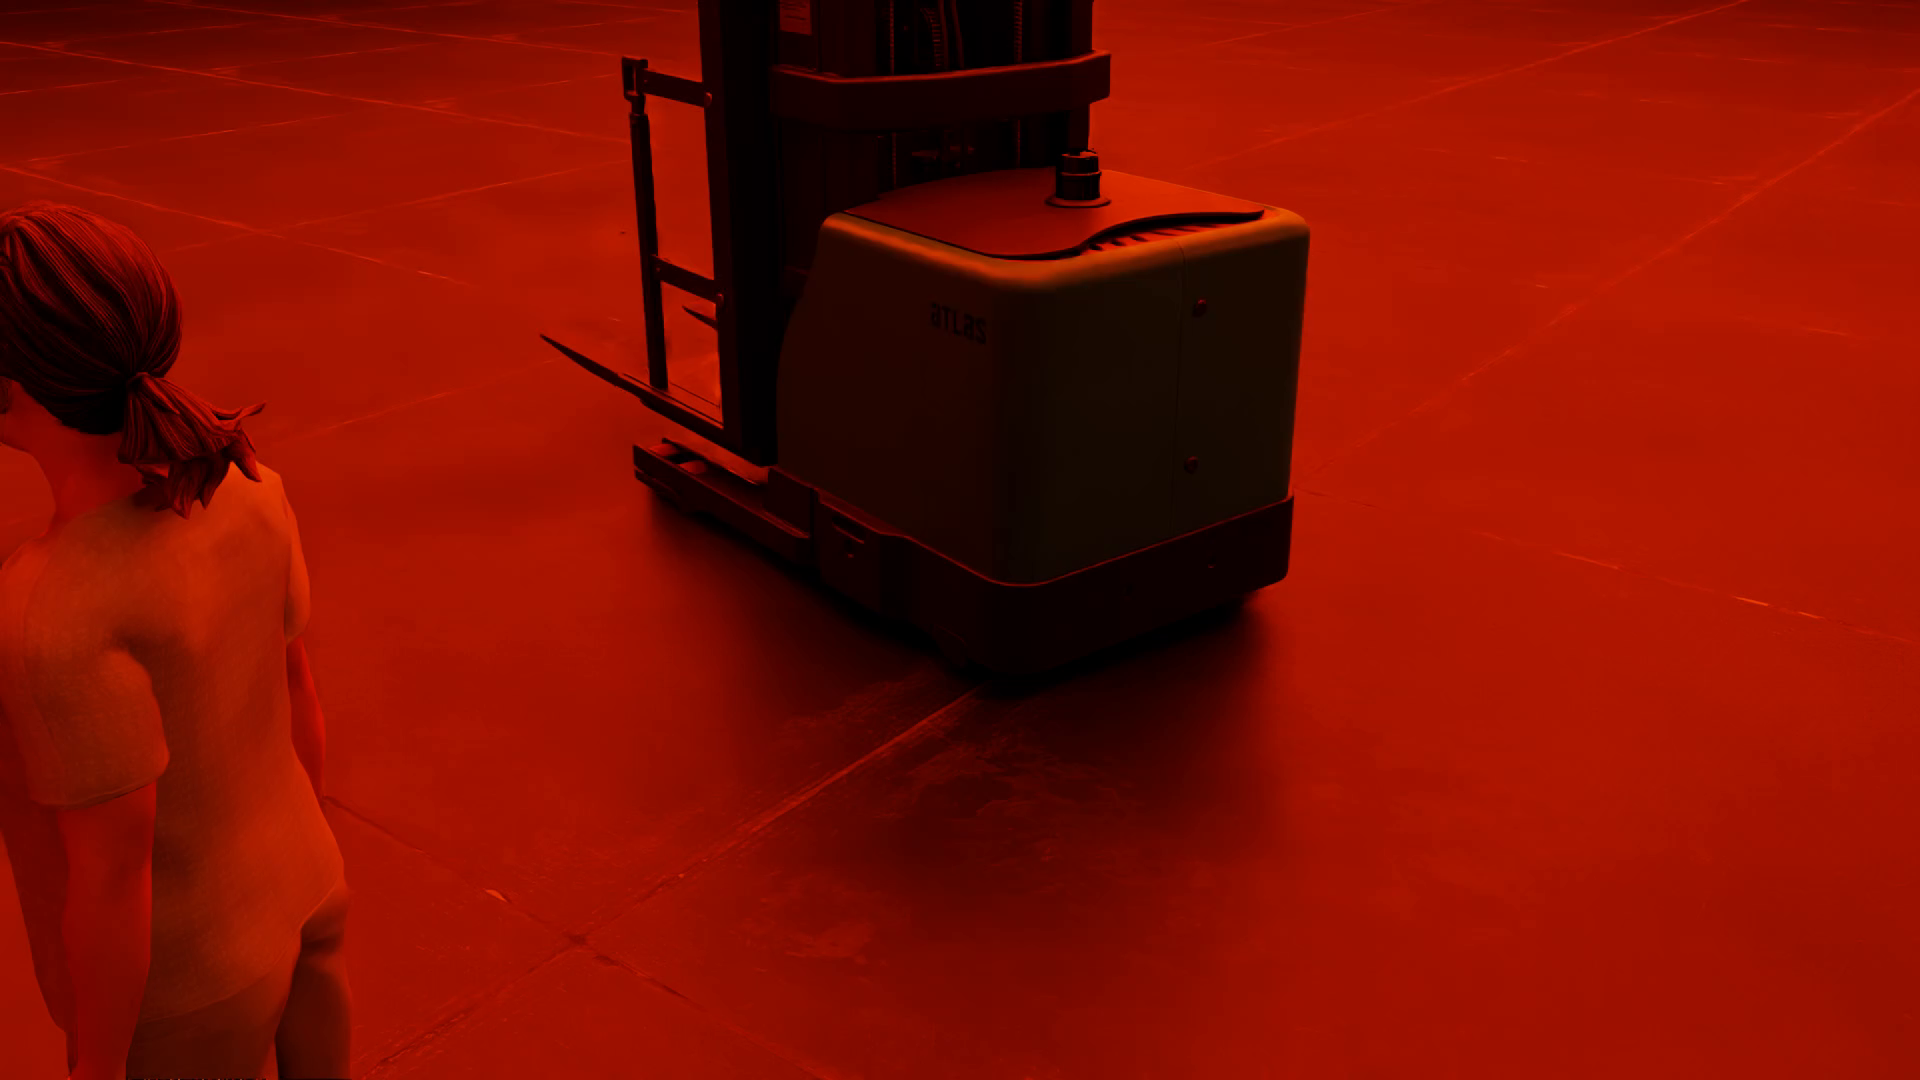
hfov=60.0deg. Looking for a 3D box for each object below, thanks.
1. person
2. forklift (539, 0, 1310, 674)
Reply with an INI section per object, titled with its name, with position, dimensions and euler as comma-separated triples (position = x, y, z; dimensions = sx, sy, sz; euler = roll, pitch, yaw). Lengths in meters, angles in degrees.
[person]
position = -0.858, 0.456, 1.860
dimensions = 0.388, 1.673, 0.491
euler = 2, 24, 5
[forklift]
position = -0.391, -1.535, 4.868
dimensions = 1.130, 2.935, 3.031
euler = -17, 29, -34
